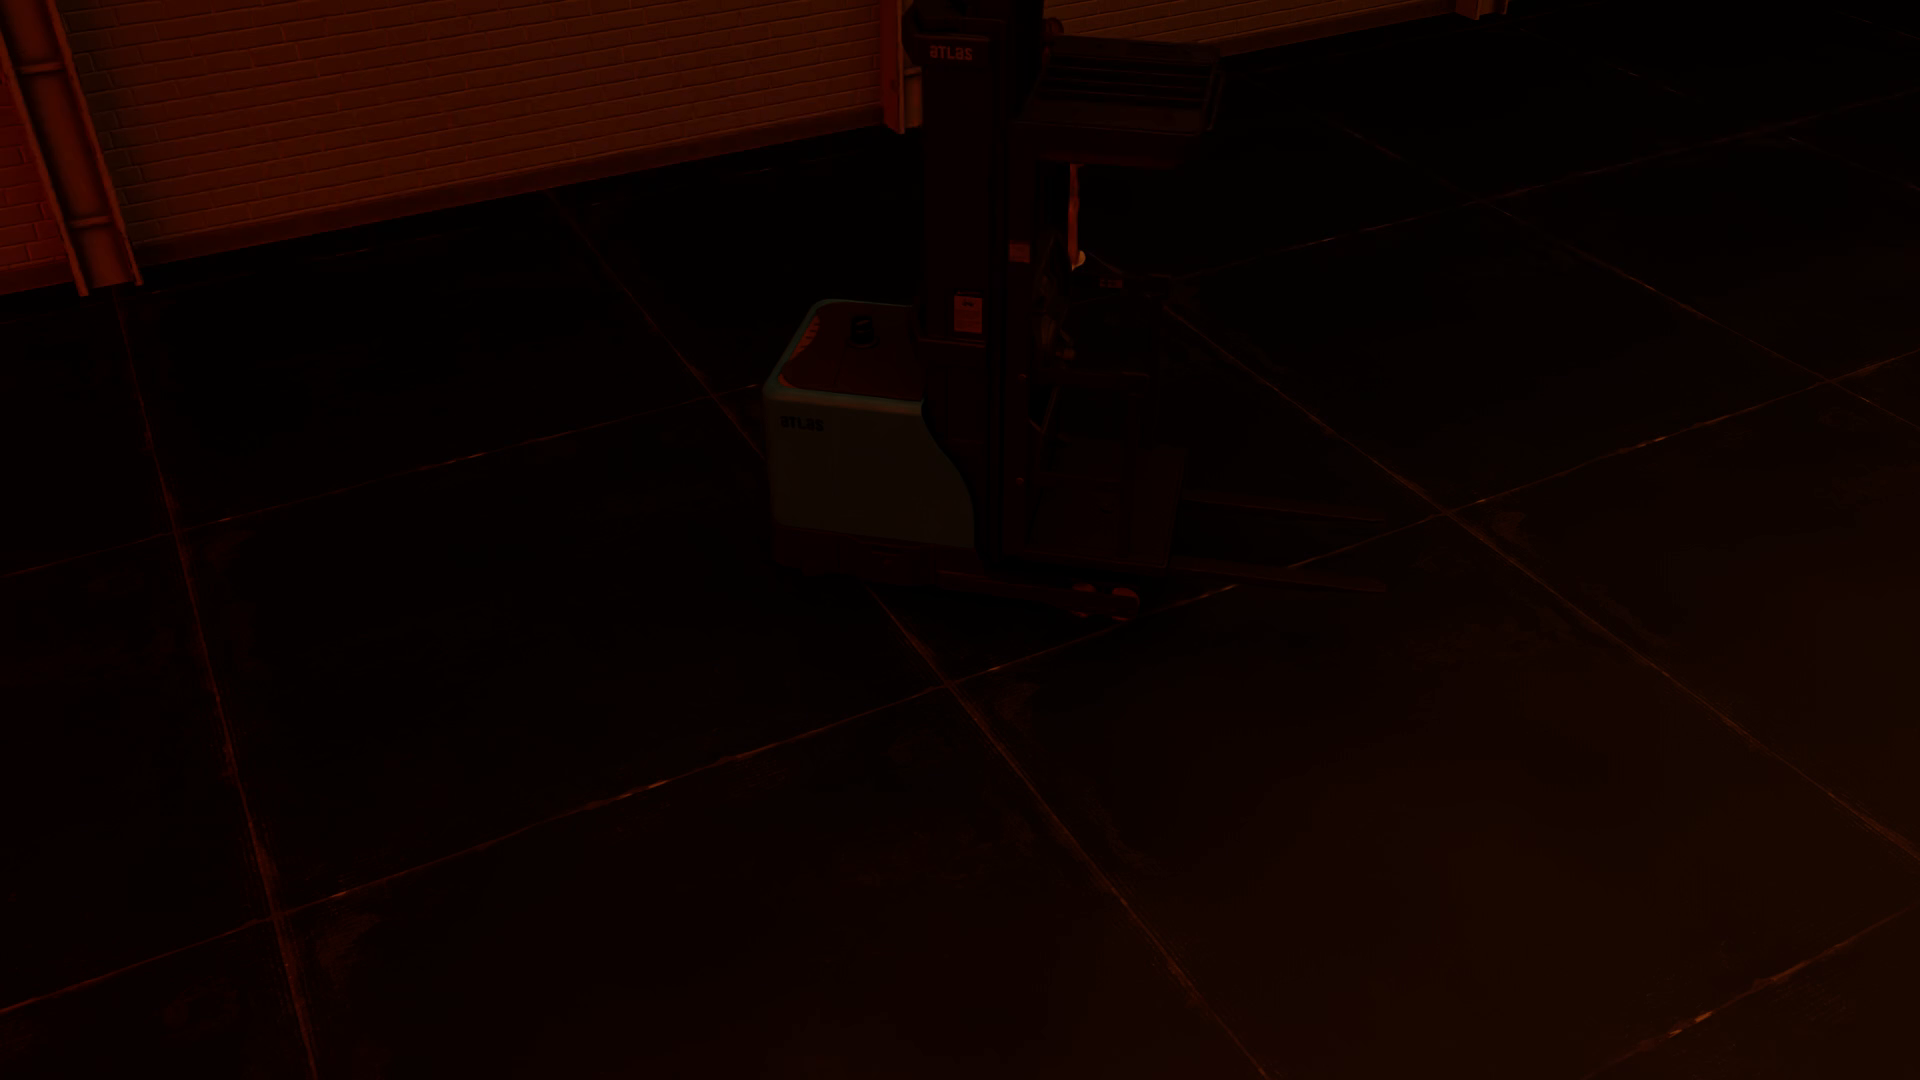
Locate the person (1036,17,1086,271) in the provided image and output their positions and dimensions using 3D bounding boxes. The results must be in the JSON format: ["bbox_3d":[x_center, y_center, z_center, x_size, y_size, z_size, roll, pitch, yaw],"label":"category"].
[{"bbox_3d":[0.585,-2.546,10.817,0.516,1.671,0.365,5,36,7],"label":"person"}]

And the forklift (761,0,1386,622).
[{"bbox_3d":[0.615,-1.135,7.728,3.031,2.935,1.130,7,36,10],"label":"forklift"}]
